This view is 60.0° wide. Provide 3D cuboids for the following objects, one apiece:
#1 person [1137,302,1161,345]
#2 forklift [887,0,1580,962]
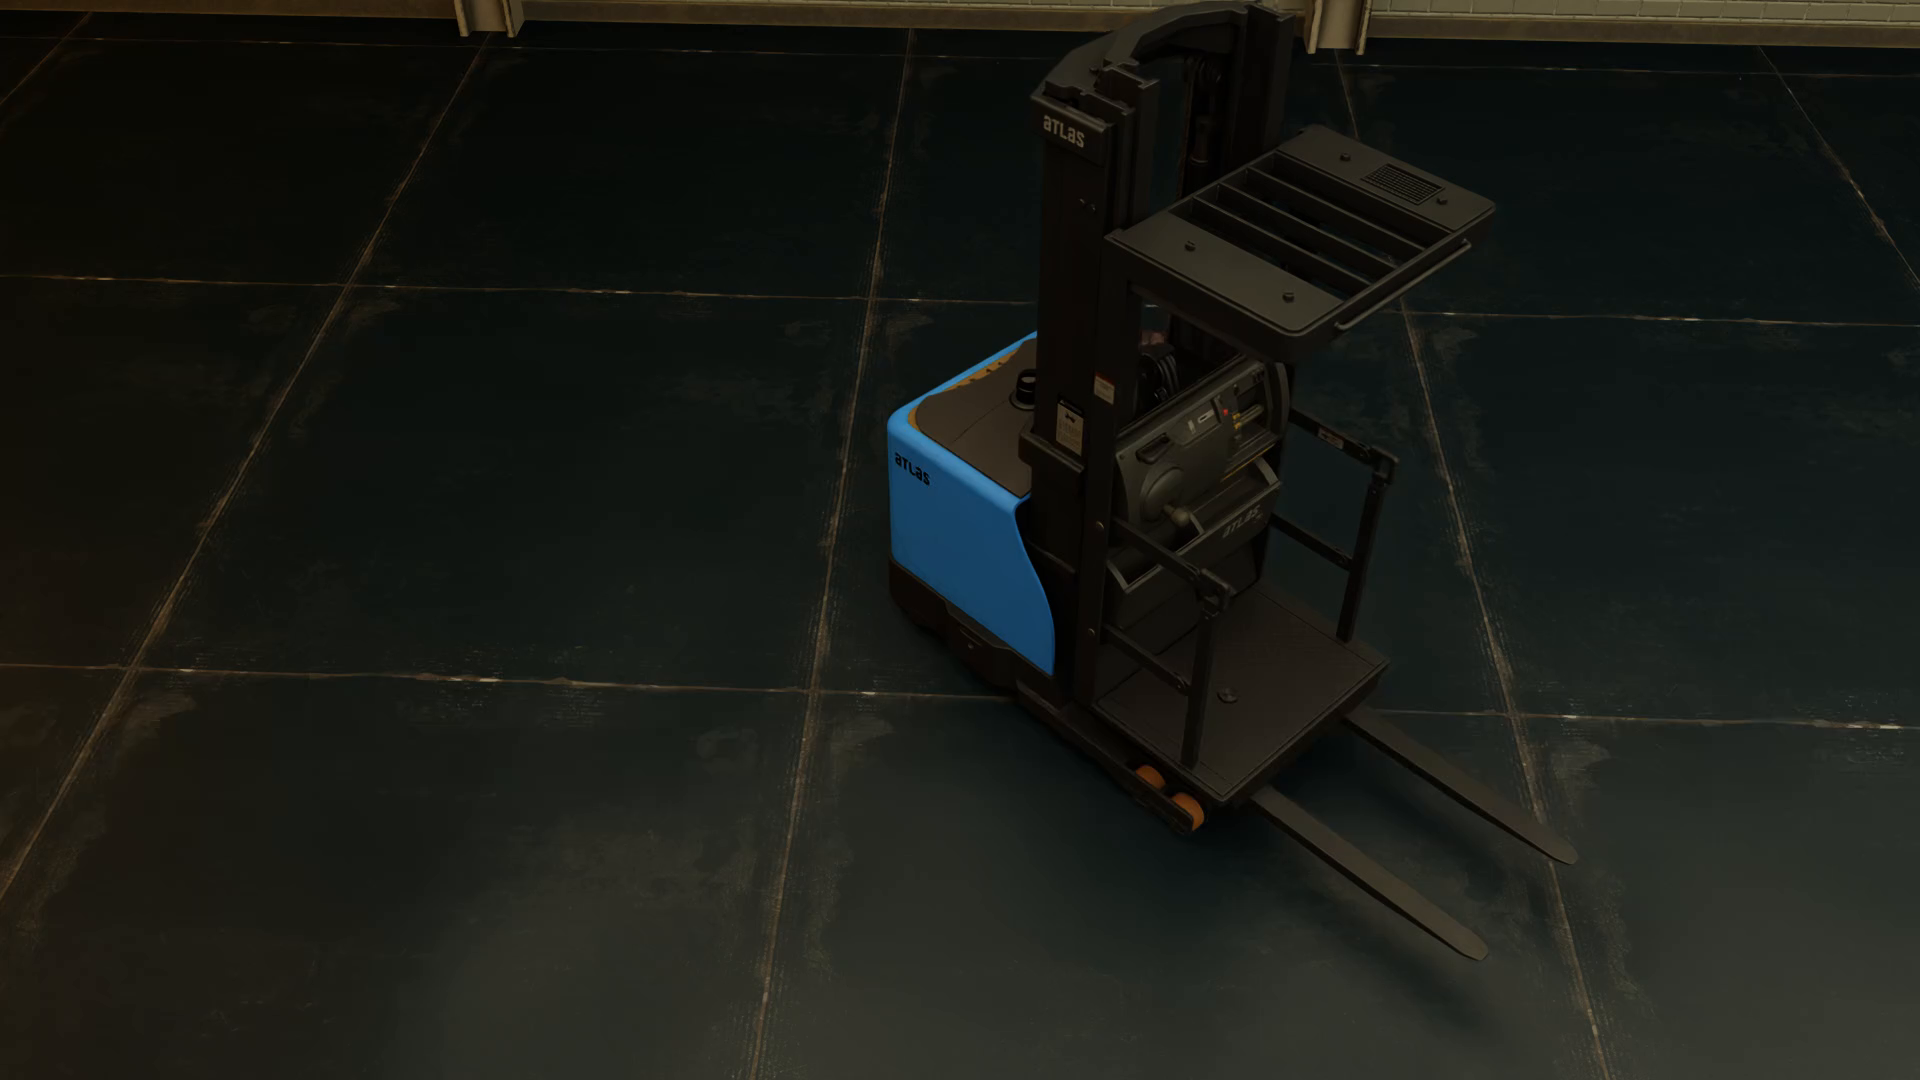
[{"bbox_3d":[0.824,-0.807,7.725,0.759,1.498,0.992,16,45,17],"label":"person"},{"bbox_3d":[1.058,-0.307,6.079,1.130,2.935,3.031,-33,52,-31],"label":"forklift"}]
